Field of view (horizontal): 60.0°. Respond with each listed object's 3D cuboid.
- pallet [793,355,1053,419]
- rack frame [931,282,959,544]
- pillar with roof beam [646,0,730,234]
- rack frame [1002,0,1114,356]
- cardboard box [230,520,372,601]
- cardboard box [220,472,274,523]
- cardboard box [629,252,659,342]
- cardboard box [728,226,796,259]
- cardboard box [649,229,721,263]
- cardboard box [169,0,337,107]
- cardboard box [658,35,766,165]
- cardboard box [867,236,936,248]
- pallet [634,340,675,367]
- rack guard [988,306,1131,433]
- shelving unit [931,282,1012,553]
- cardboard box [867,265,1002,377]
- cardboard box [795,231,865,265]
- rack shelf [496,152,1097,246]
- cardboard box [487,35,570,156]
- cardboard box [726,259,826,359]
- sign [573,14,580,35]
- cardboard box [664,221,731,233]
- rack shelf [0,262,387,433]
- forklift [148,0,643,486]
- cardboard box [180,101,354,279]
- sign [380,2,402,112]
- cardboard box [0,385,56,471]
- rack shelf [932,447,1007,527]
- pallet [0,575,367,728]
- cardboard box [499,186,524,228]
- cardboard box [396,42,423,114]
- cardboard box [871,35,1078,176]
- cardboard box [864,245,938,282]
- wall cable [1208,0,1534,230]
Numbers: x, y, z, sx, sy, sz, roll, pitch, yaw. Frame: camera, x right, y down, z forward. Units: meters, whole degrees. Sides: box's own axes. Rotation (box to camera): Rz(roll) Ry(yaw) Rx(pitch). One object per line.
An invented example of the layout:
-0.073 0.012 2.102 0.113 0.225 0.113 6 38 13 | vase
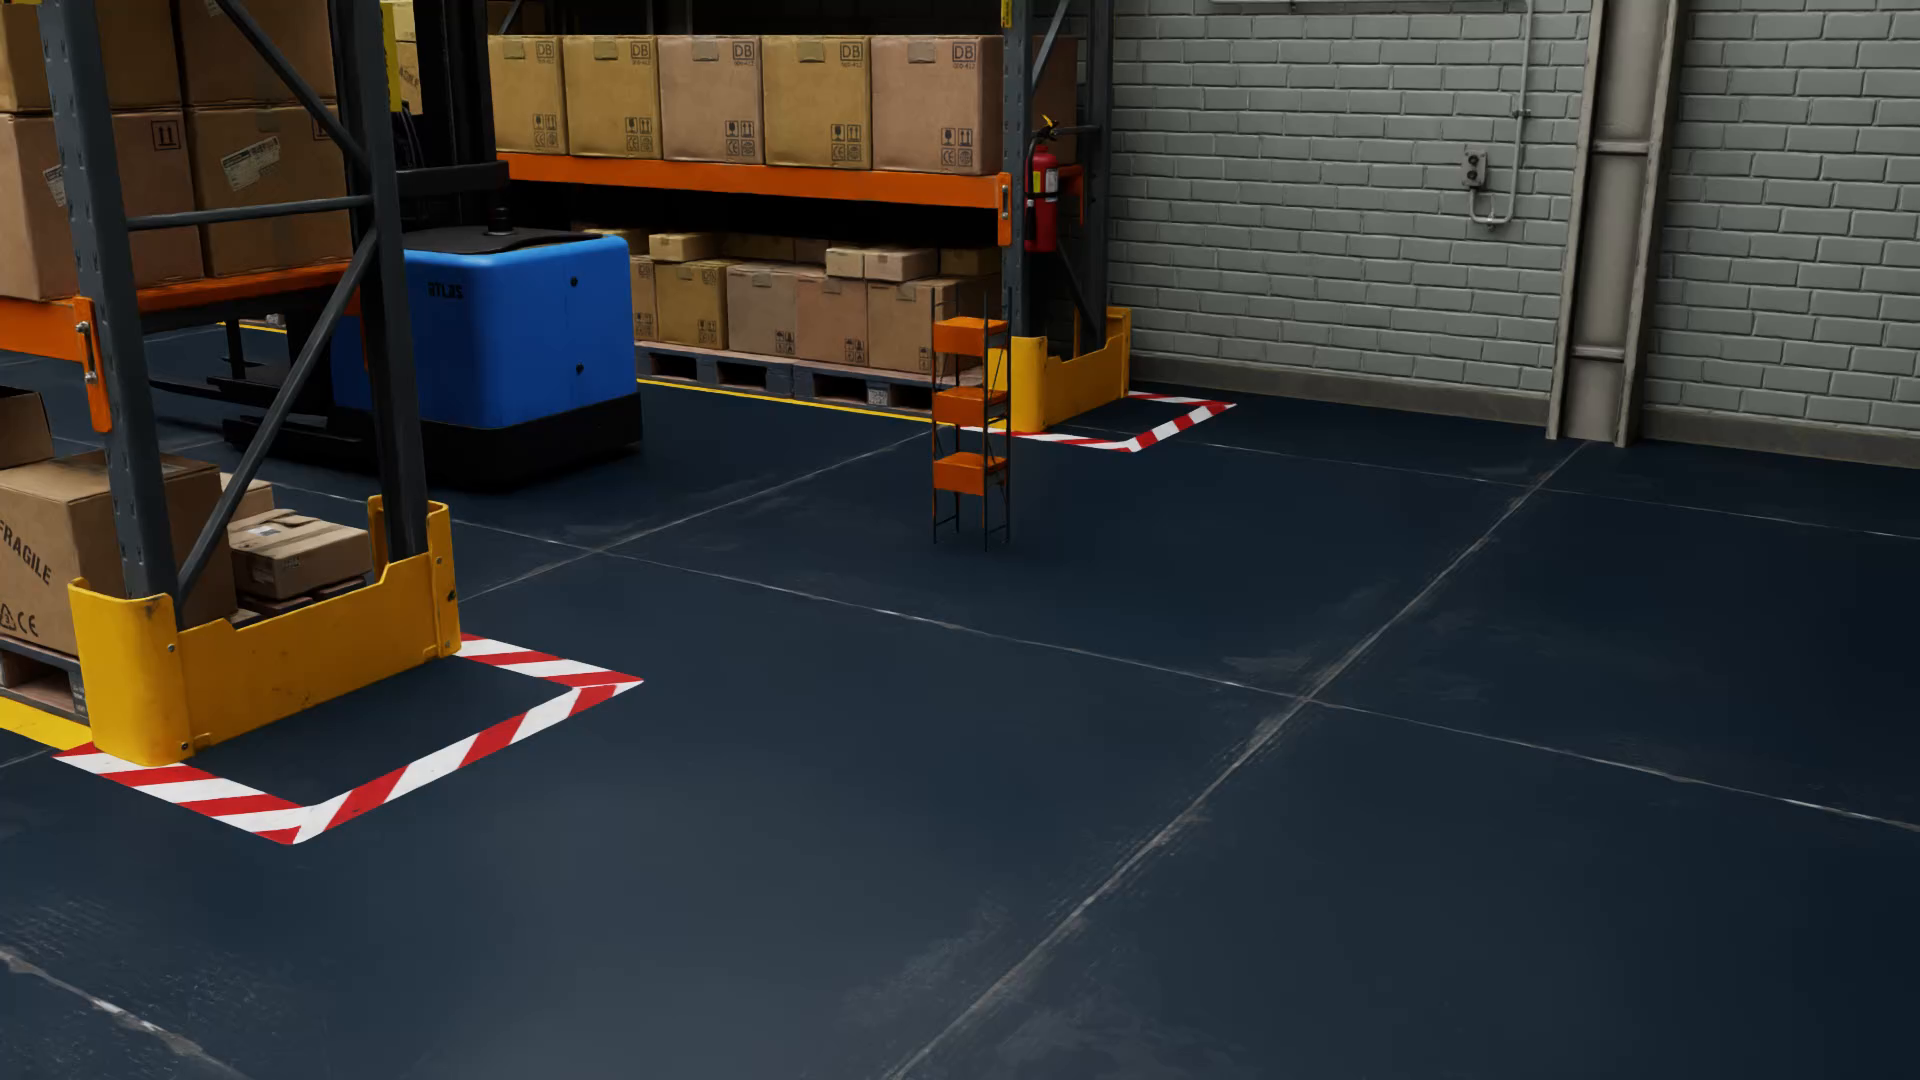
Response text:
-0.194 -0.934 9.594 1.213 0.211 1.003 10 20 30 | pallet
-0.058 -0.513 6.763 0.008 1.050 0.200 10 20 30 | rack frame
-4.084 -4.687 6.828 0.400 9.000 9.100 10 20 30 | pillar with roof beam
0.529 -2.166 8.852 0.127 3.000 1.000 10 20 30 | rack frame
-2.238 0.066 5.652 0.250 0.149 0.380 10 20 30 | cardboard box
-2.802 -0.063 5.901 0.500 0.250 0.500 10 20 30 | cardboard box
-1.870 -1.563 10.445 0.500 0.500 0.700 10 20 30 | cardboard box
-1.206 -1.825 10.190 0.250 0.149 0.380 10 19 29 | cardboard box
-1.655 -1.774 10.024 0.250 0.149 0.380 9 19 28 | cardboard box
-2.301 -1.598 5.089 0.500 0.500 0.500 11 20 32 | cardboard box
-1.182 -2.611 9.801 0.700 0.700 0.980 9 19 27 | cardboard box
-0.341 -1.671 9.683 0.250 0.149 0.380 10 20 30 | cardboard box
-2.273 -1.306 10.816 1.213 0.211 1.003 10 20 30 | pallet
0.549 -0.967 9.204 0.348 0.500 1.175 10 20 30 | rack guard
0.046 -0.494 6.702 0.252 1.050 0.215 10 20 30 | shelving unit
-0.120 -1.253 9.424 0.500 0.500 0.700 10 20 30 | cardboard box
-0.771 -1.747 9.935 0.250 0.149 0.380 10 20 31 | cardboard box
-1.176 -2.126 9.958 4.000 0.370 1.077 10 20 30 | rack shelf
-2.426 -2.832 10.527 0.700 0.700 0.980 10 20 31 | cardboard box
-0.976 -1.405 9.925 0.500 0.500 0.700 9 19 28 | cardboard box
-2.591 -3.365 11.171 0.005 0.325 0.100 10 20 30 | sign
-1.641 -1.903 10.446 0.250 0.149 0.380 9 19 28 | cardboard box
-3.765 -0.899 5.918 4.000 0.370 1.077 10 20 30 | rack shelf
-3.111 -1.946 8.245 3.031 2.935 1.130 10 20 30 | forklift
-2.301 -1.120 5.234 0.500 0.500 0.500 11 20 31 | cardboard box
-1.777 -1.488 5.128 0.005 0.325 0.100 10 20 30 | sign
-3.866 -0.279 6.177 0.637 0.503 0.797 10 20 30 | cardboard box
0.046 -0.218 6.786 0.240 0.259 0.215 10 20 30 | rack shelf
-2.805 0.263 5.653 1.213 0.211 1.003 10 20 30 | pallet
-3.502 -2.014 11.326 0.750 0.750 0.750 10 20 31 | cardboard box
-3.405 -2.982 10.820 0.500 0.500 0.500 10 19 29 | cardboard box
0.089 -2.385 9.056 0.700 0.700 0.980 11 20 33 | cardboard box
-0.325 -1.538 9.245 0.250 0.149 0.380 10 19 29 | cardboard box
2.115 -2.692 8.835 1.851 1.984 0.084 10 20 30 | wall cable
